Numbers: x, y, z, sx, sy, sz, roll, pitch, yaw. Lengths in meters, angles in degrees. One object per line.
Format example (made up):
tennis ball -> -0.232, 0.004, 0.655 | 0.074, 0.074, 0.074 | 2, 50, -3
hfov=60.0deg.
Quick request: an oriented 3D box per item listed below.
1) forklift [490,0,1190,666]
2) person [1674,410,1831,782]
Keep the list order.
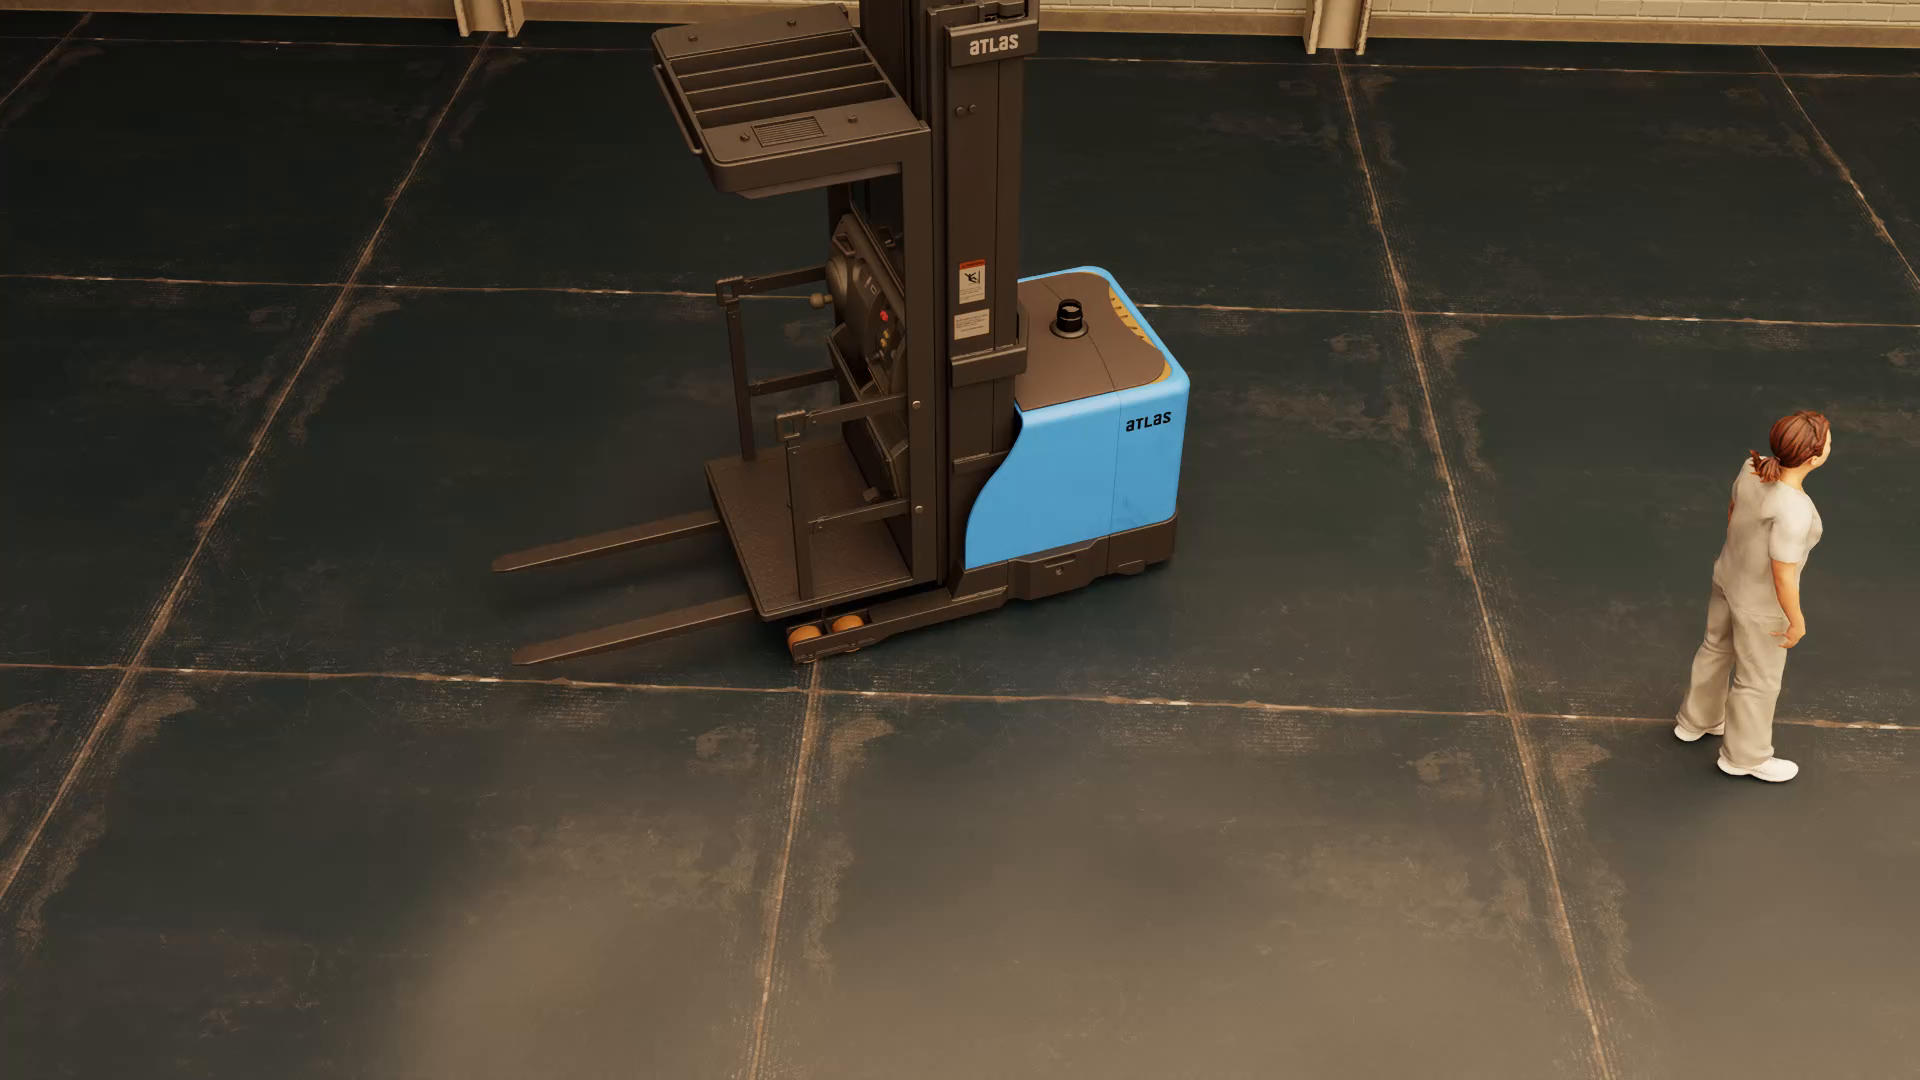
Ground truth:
forklift -> -0.573, -0.945, 6.778 | 3.031, 2.935, 1.130 | -13, 44, -14
person -> 3.147, 0.206, 6.447 | 0.550, 1.664, 0.550 | -2, 42, -3
